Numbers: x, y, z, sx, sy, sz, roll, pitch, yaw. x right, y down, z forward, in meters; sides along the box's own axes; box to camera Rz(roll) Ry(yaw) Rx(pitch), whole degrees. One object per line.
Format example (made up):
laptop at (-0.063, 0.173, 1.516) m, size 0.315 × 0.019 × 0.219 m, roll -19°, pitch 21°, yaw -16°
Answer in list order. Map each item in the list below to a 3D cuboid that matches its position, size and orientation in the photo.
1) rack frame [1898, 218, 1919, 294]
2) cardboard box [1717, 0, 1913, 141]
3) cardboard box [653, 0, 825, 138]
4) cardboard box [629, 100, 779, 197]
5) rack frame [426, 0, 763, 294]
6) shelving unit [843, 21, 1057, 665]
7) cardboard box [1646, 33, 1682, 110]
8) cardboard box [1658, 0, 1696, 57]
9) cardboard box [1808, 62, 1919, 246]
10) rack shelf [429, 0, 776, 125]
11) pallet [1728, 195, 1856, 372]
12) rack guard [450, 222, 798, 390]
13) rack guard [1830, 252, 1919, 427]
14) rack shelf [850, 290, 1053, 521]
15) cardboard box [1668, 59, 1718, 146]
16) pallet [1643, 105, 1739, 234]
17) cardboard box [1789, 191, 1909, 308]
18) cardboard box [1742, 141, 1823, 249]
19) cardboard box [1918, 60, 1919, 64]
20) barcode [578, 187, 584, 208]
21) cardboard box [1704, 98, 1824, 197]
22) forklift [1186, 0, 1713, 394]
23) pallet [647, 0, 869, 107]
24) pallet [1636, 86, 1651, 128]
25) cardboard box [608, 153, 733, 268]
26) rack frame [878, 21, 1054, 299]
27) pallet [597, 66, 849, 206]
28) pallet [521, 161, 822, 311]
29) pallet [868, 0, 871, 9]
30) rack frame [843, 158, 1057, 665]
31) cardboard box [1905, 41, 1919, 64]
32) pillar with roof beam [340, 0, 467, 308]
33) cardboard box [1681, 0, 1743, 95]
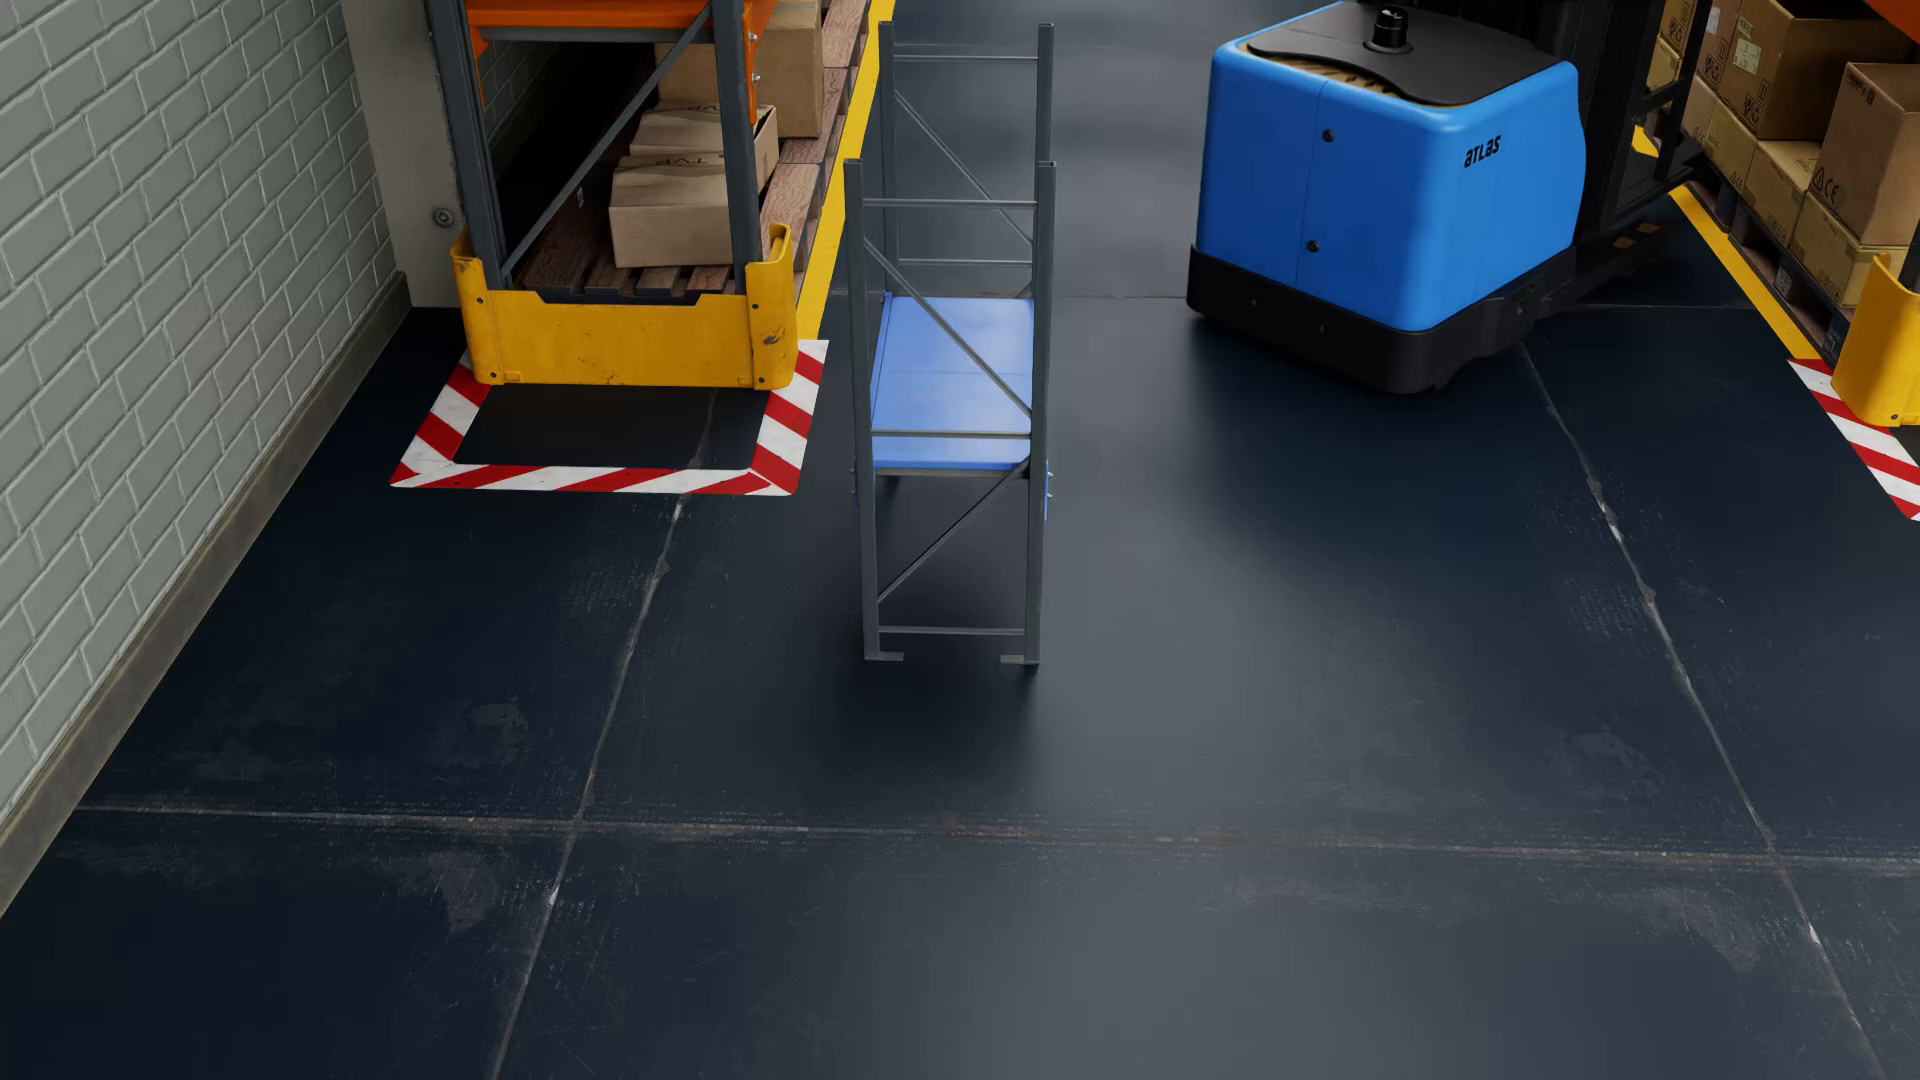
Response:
rack frame at (3.750, -1.725, 5.096) m, size 1.000 × 3.000 × 0.127 m, roll 1°, pitch 35°, yaw 2°
cardboard box at (3.500, -1.969, 6.817) m, size 0.500 × 0.500 × 0.500 m, roll 1°, pitch 35°, yaw 2°
cardboard box at (-0.980, -2.138, 7.475) m, size 0.700 × 0.500 × 0.500 m, roll -1°, pitch 35°, yaw -1°
cardboard box at (-1.059, -1.641, 6.932) m, size 0.500 × 0.311 × 0.500 m, roll 4°, pitch 35°, yaw 6°
rack frame at (-1.200, -1.838, 5.256) m, size 1.000 × 3.000 × 0.127 m, roll 1°, pitch 35°, yaw 2°
shelving unit at (-0.003, -0.565, 4.749) m, size 0.538 × 1.500 × 1.048 m, roll 1°, pitch 35°, yaw 2°
cardboard box at (3.539, -2.237, 7.850) m, size 0.500 × 0.250 × 0.500 m, roll 1°, pitch 35°, yaw 2°
cardboard box at (3.539, -2.544, 7.634) m, size 0.500 × 0.500 × 0.500 m, roll 1°, pitch 35°, yaw 2°
cardboard box at (3.474, -1.394, 5.999) m, size 0.500 × 0.500 × 0.500 m, roll 1°, pitch 35°, yaw 2°
rack shelf at (-1.120, -2.692, 7.098) m, size 1.077 × 0.370 × 4.000 m, roll 1°, pitch 35°, yaw 2°
pallet at (3.739, -1.025, 6.525) m, size 1.003 × 0.211 × 1.213 m, roll 1°, pitch 35°, yaw 2°
rack guard at (-1.197, -0.859, 6.037) m, size 1.175 × 0.500 × 0.348 m, roll 1°, pitch 35°, yaw 2°
rack guard at (3.749, -0.689, 5.796) m, size 1.175 × 0.500 × 0.348 m, roll 1°, pitch 35°, yaw 2°
rack shelf at (-0.003, -0.417, 4.852) m, size 0.538 × 0.185 × 1.000 m, roll 1°, pitch 35°, yaw 2°
cardboard box at (3.524, -1.949, 7.441) m, size 0.500 × 0.250 × 0.500 m, roll 1°, pitch 35°, yaw 2°
pallet at (3.791, -1.724, 7.519) m, size 1.003 × 0.211 × 1.213 m, roll 1°, pitch 35°, yaw 2°
cardboard box at (3.476, -1.087, 6.214) m, size 0.500 × 0.250 × 0.500 m, roll 1°, pitch 35°, yaw 2°
cardboard box at (3.484, -1.375, 6.624) m, size 0.500 × 0.250 × 0.500 m, roll 1°, pitch 35°, yaw 2°
cardboard box at (4.012, -1.669, 6.391) m, size 0.500 × 0.500 × 0.500 m, roll 1°, pitch 35°, yaw 2°
barcode at (-1.481, -1.336, 6.491) m, size 0.001 × 0.075 × 0.075 m, roll 1°, pitch 35°, yaw 2°
cardboard box at (3.503, -1.662, 7.032) m, size 0.500 × 0.250 × 0.500 m, roll 1°, pitch 35°, yaw 2°
forklift at (2.281, -2.453, 6.191) m, size 3.031 × 2.935 × 1.130 m, roll -29°, pitch 45°, yaw -35°
pallet at (-1.031, -2.608, 8.778) m, size 1.003 × 0.211 × 1.213 m, roll 1°, pitch 35°, yaw 2°
pallet at (3.837, -2.427, 8.519) m, size 1.003 × 0.211 × 1.213 m, roll 1°, pitch 35°, yaw 2°
cardboard box at (-1.082, -1.313, 6.465) m, size 0.500 × 0.311 × 0.500 m, roll -2°, pitch 35°, yaw -3°
rack frame at (0.017, -0.857, 5.165) m, size 0.500 × 1.500 × 0.032 m, roll 1°, pitch 35°, yaw 2°
pallet at (-1.077, -1.906, 7.778) m, size 1.003 × 0.211 × 1.213 m, roll 1°, pitch 35°, yaw 2°
pallet at (-1.129, -1.206, 6.783) m, size 1.003 × 0.211 × 1.213 m, roll 1°, pitch 35°, yaw 2°
pallet at (-1.009, -3.442, 9.964) m, size 1.003 × 0.211 × 1.213 m, roll 1°, pitch 35°, yaw 2°
rack frame at (-0.024, -0.273, 4.333) m, size 0.500 × 1.500 × 0.032 m, roll 1°, pitch 35°, yaw 2°
cardboard box at (4.019, -1.957, 6.800) m, size 0.500 × 0.500 × 0.500 m, roll 1°, pitch 35°, yaw 2°
pillar with roof beam at (2.265, -4.615, 3.990) m, size 9.100 × 9.000 × 0.400 m, roll 1°, pitch 35°, yaw 2°
cardboard box at (3.521, -2.256, 7.226) m, size 0.500 × 0.500 × 0.500 m, roll 1°, pitch 35°, yaw 2°
